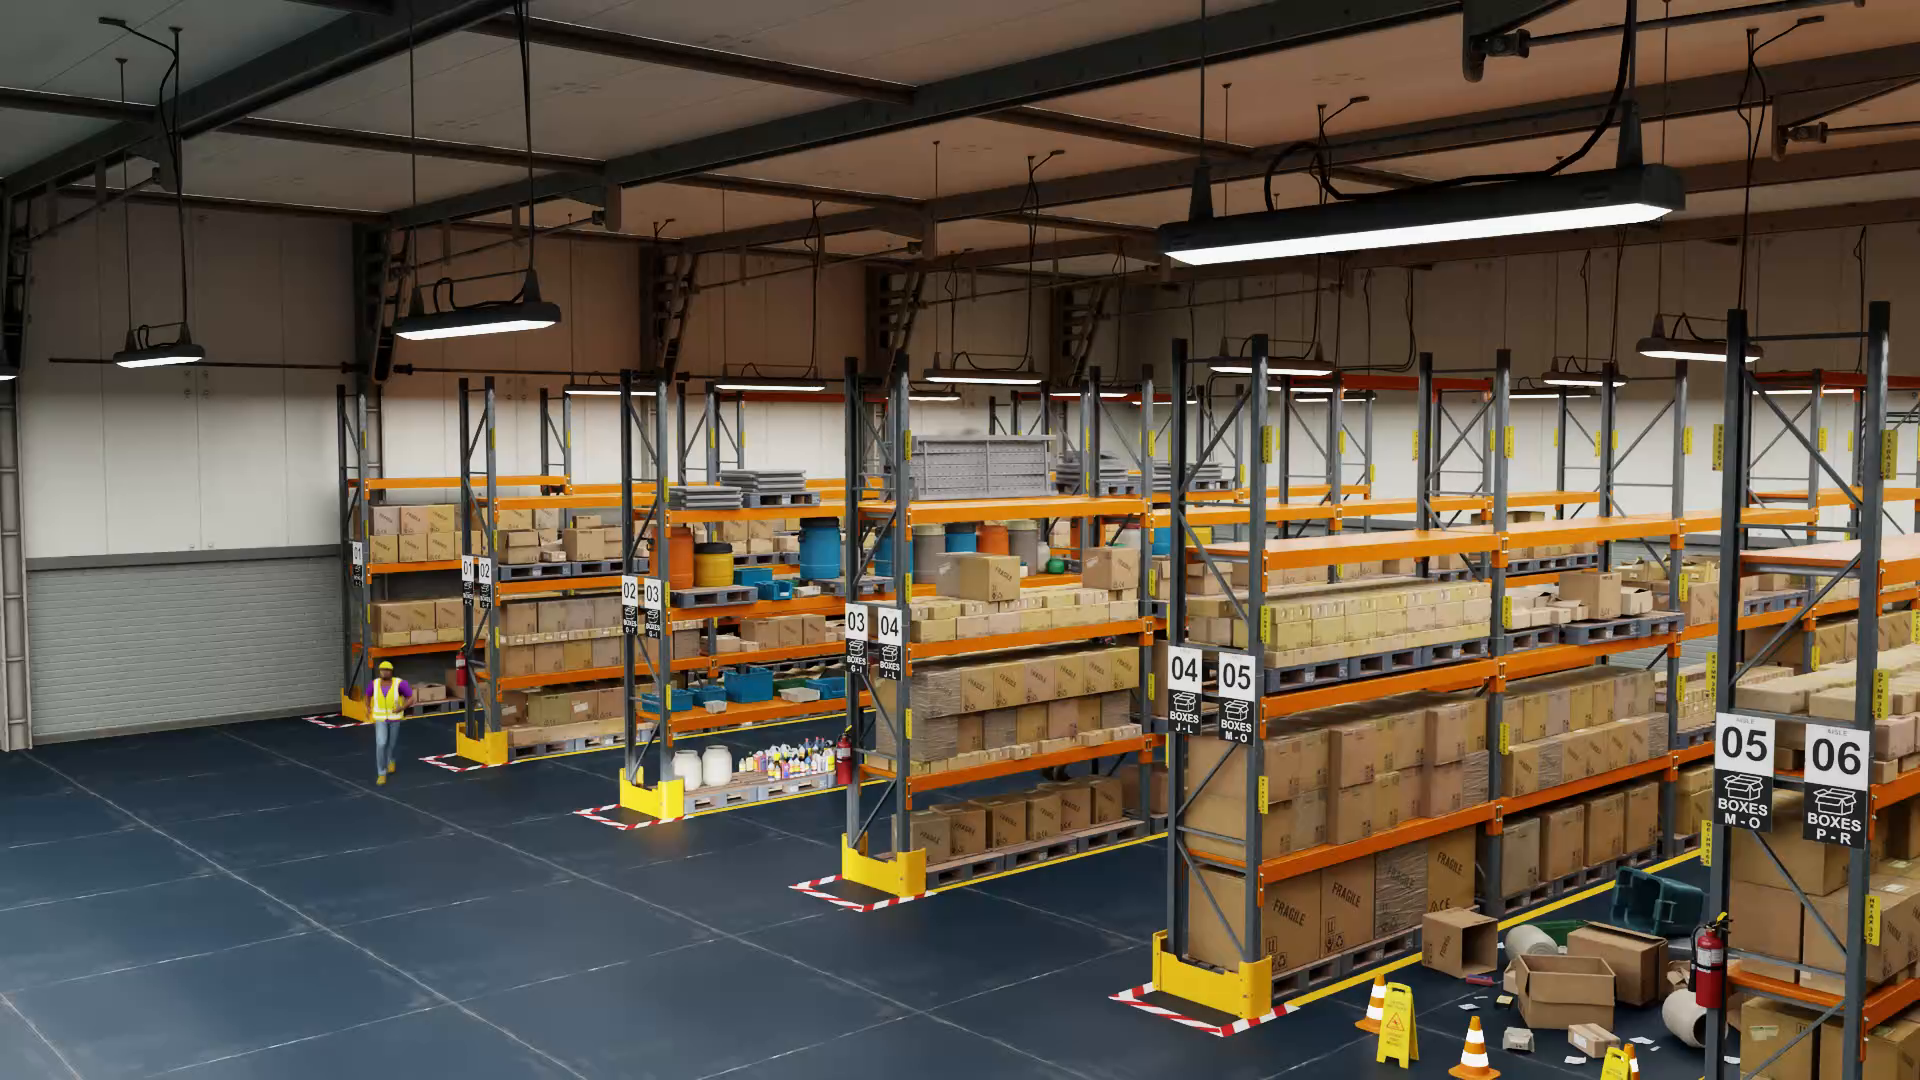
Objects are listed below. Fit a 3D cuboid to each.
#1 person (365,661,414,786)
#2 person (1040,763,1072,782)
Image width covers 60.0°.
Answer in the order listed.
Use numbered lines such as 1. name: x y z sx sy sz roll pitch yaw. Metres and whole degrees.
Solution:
1. person: -8.434 2.668 24.597 0.708 1.800 0.865 -1 4 -15
2. person: 1.375 2.781 22.814 0.708 1.691 0.660 3 5 42
